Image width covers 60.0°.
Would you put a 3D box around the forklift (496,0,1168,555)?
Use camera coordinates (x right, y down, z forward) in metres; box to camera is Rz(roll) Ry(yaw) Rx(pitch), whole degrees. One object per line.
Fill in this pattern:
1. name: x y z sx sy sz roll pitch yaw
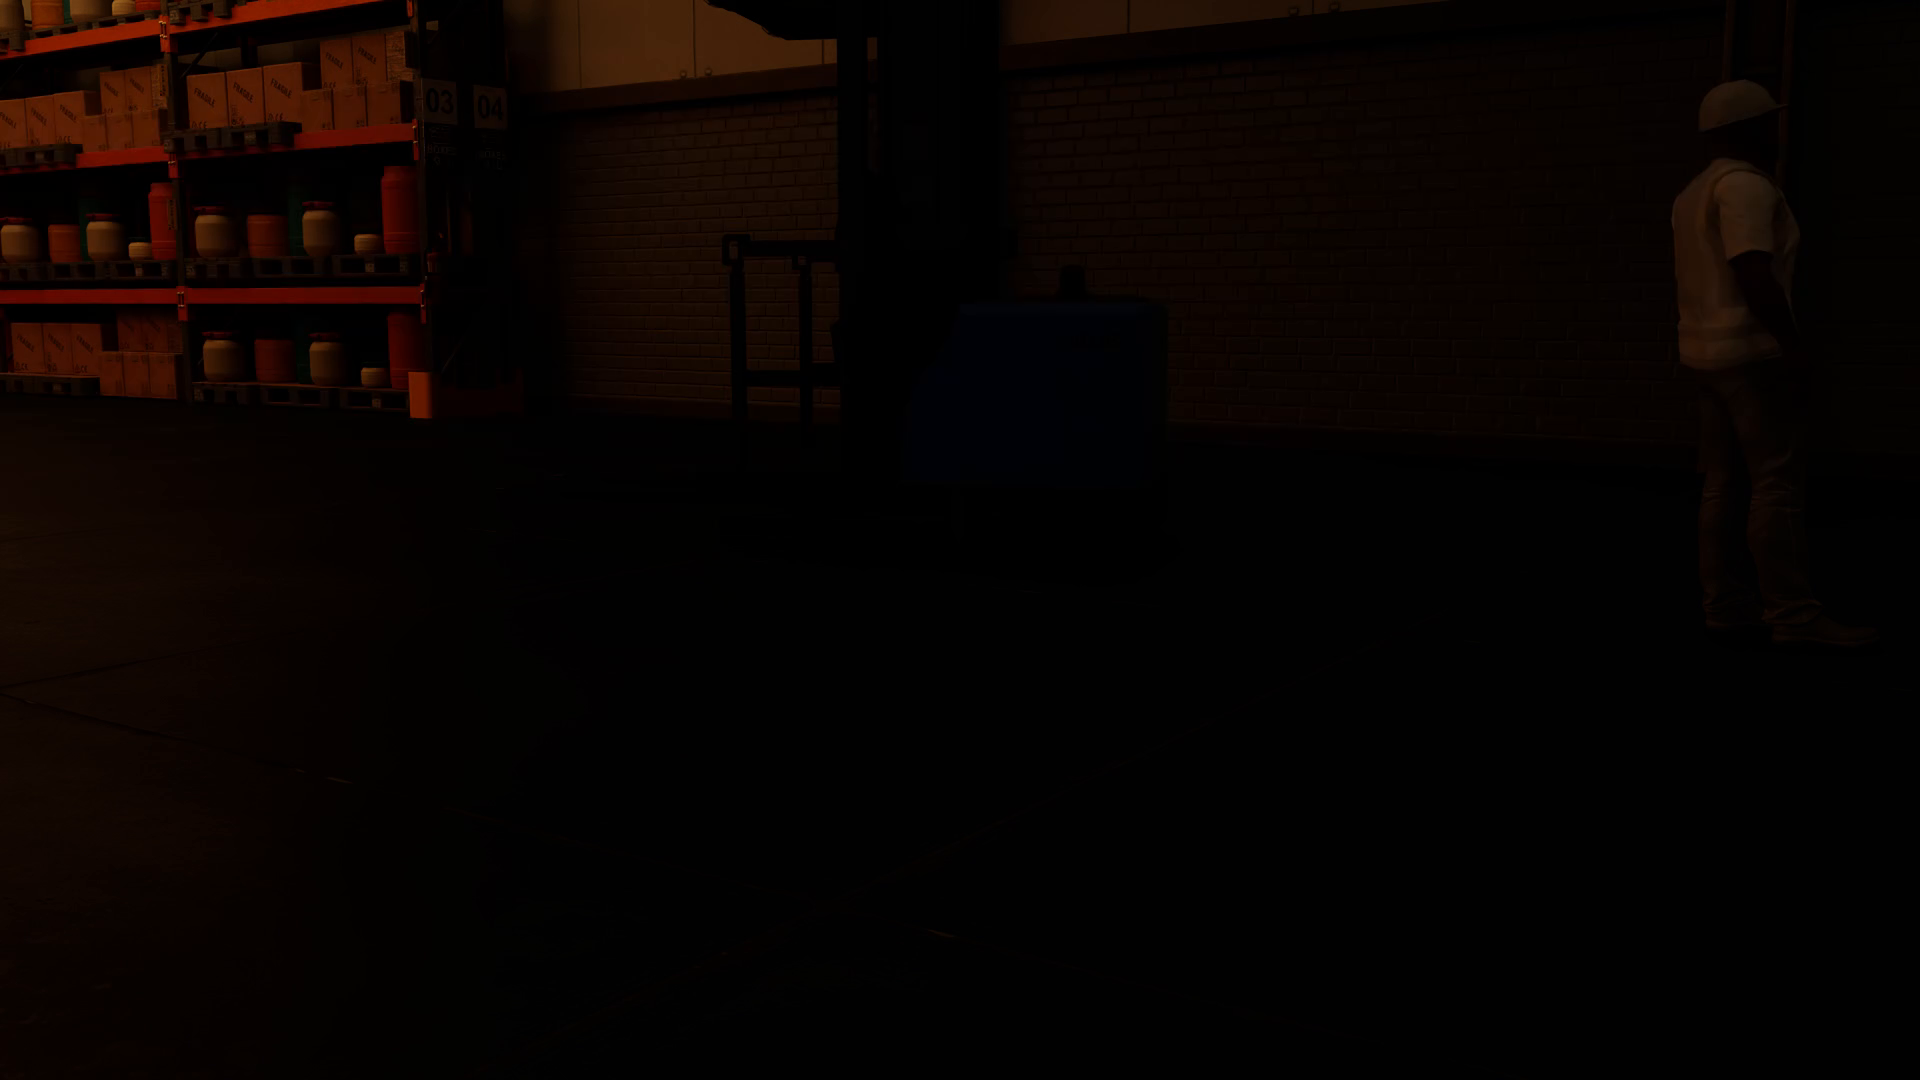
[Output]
1. forklift: -0.596 -1.469 7.520 3.031 2.935 1.130 2 8 12

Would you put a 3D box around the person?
1. person: 2.587 -0.576 5.331 0.577 1.765 0.666 0 8 3
